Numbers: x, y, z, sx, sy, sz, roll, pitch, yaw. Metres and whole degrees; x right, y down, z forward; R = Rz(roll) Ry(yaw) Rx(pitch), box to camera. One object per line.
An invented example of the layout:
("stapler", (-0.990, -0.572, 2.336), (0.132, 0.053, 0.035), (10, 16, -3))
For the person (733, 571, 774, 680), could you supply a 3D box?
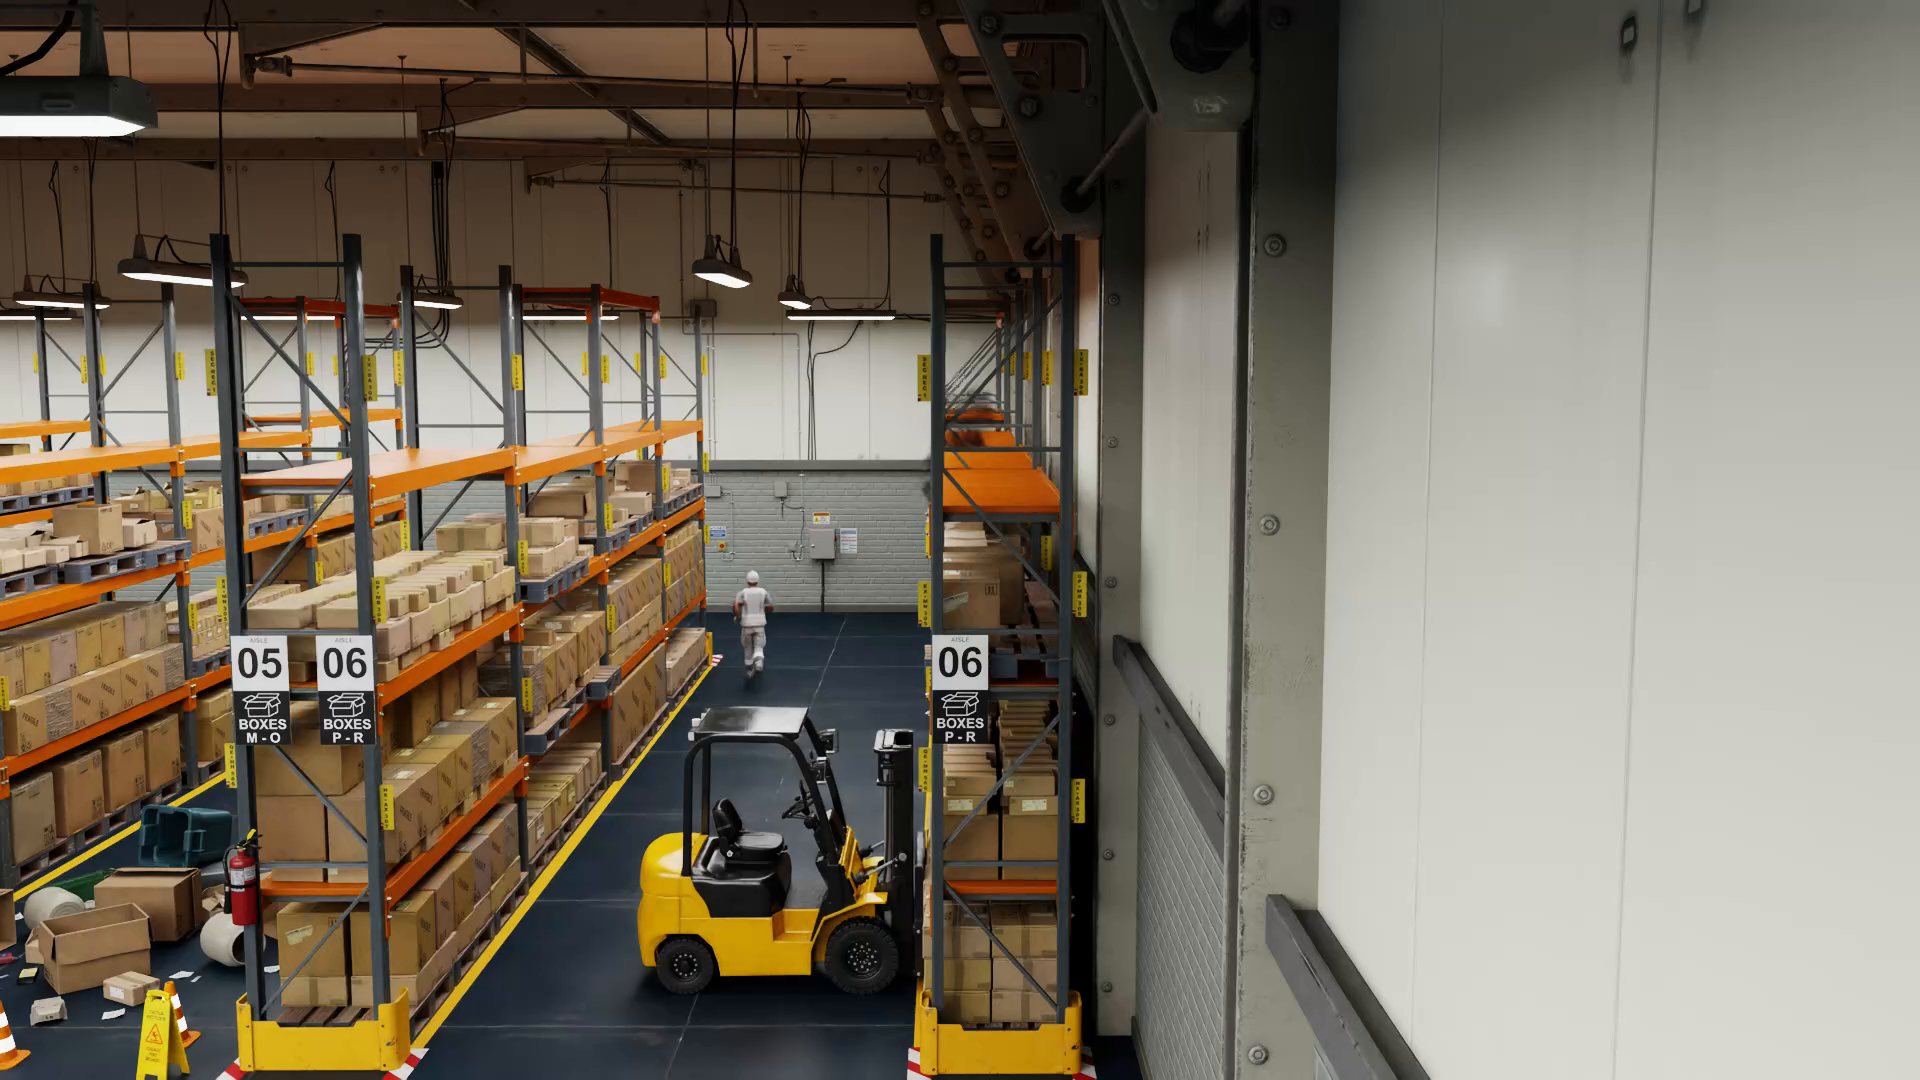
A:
("person", (-3.254, 1.366, 26.215), (0.635, 1.776, 0.985), (-1, 6, -11))
